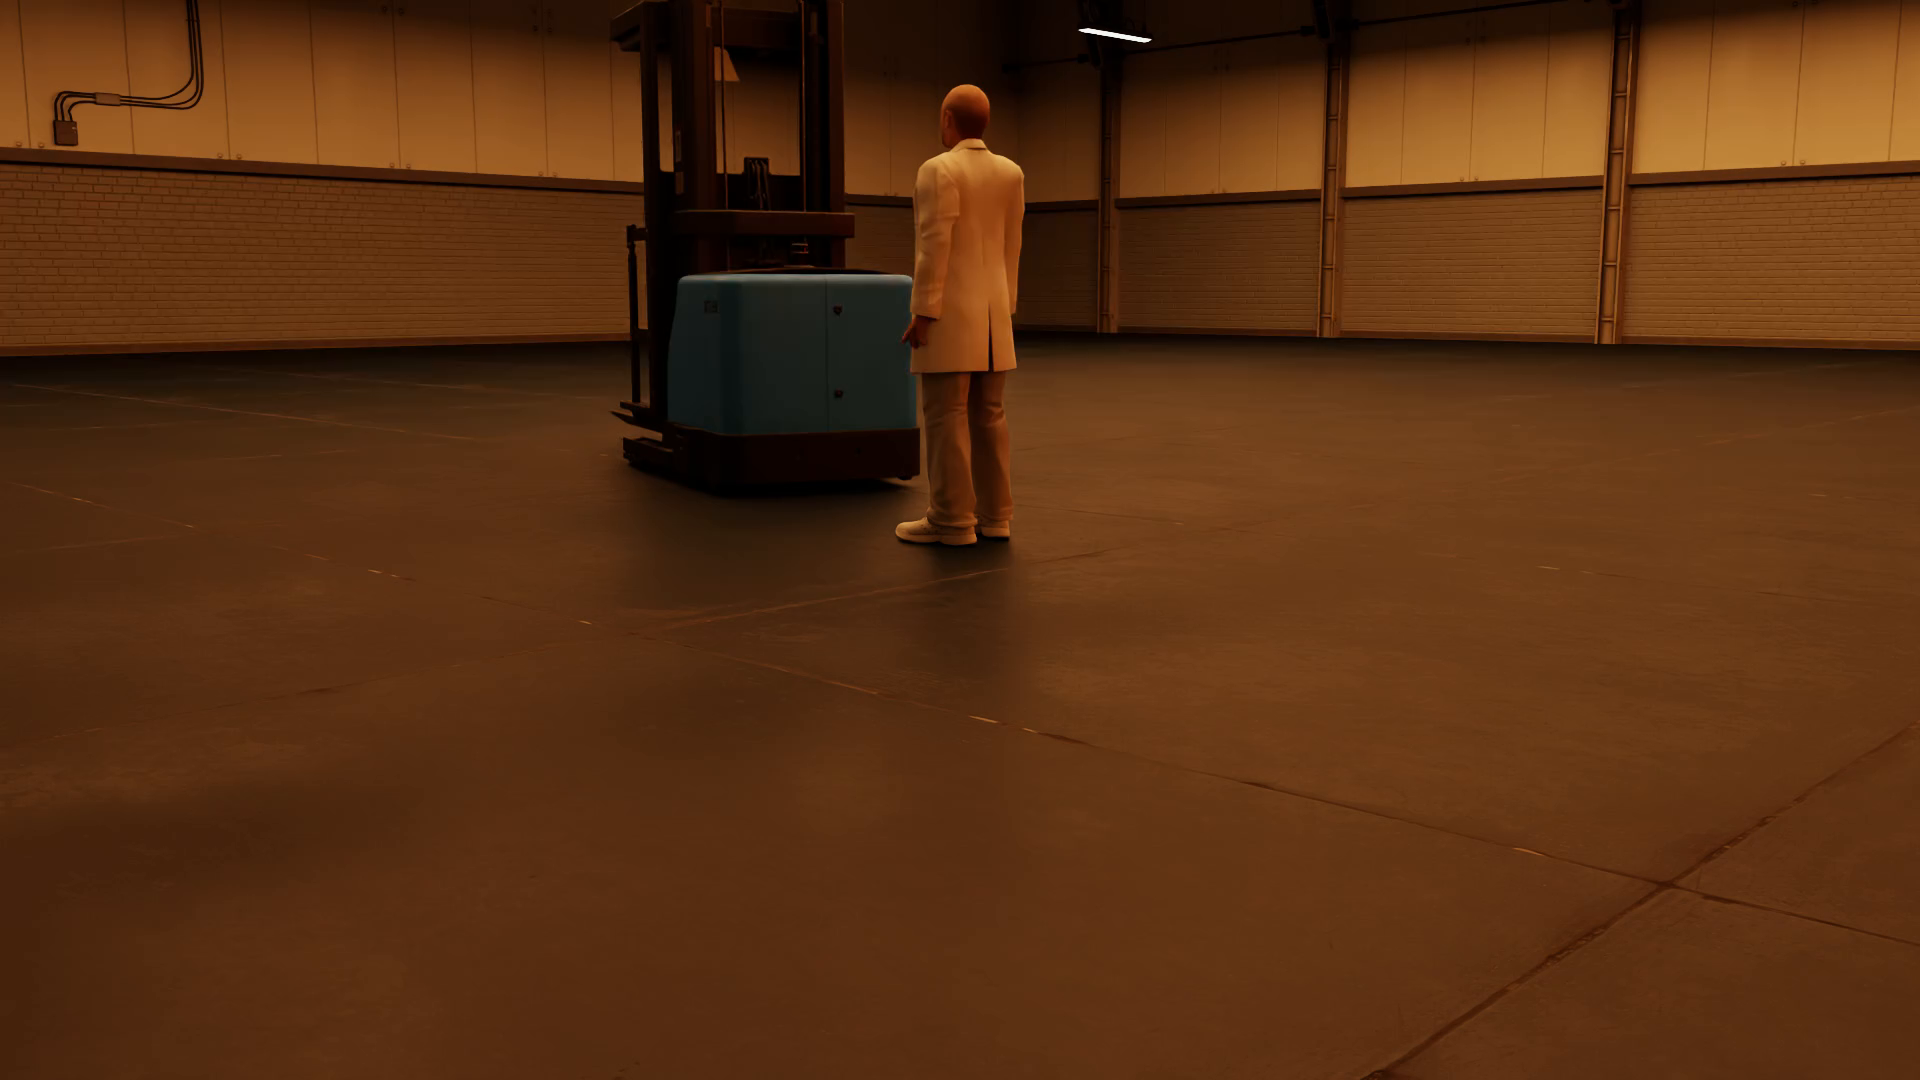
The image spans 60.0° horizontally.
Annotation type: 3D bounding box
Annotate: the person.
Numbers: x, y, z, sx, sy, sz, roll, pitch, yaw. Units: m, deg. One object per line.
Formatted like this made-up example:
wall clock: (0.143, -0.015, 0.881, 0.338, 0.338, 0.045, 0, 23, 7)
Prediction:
person: (-0.019, -0.882, 6.594, 0.388, 1.781, 0.551, 8, 12, 43)

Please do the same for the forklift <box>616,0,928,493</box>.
forklift: (-1.236, -1.857, 9.208, 1.130, 2.935, 3.031, -4, 9, -25)
